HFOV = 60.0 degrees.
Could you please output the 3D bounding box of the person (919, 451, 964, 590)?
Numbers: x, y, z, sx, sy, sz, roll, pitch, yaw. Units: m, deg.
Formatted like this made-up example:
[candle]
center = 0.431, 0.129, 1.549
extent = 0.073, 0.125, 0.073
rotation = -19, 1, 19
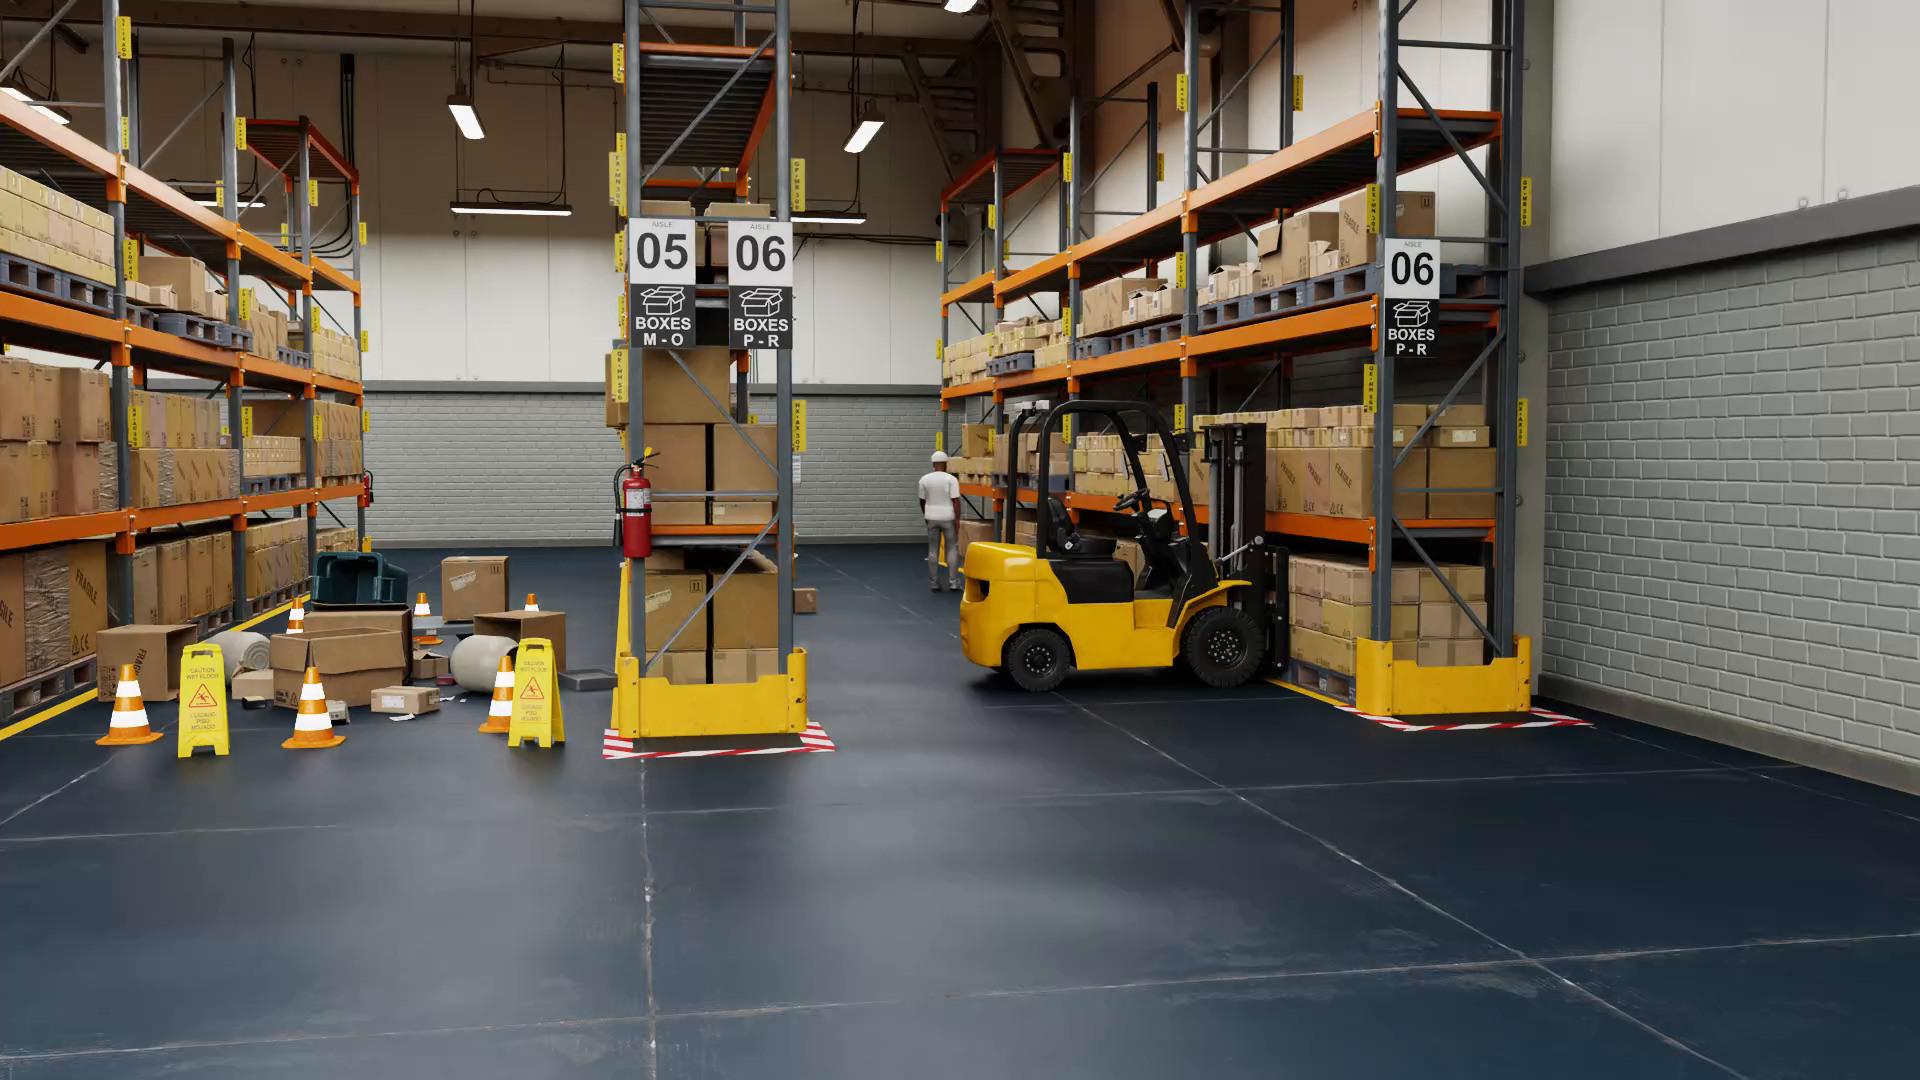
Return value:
[person]
center = -0.229, -0.240, 21.340
extent = 0.588, 1.794, 0.489
rotation = 1, 3, 19
